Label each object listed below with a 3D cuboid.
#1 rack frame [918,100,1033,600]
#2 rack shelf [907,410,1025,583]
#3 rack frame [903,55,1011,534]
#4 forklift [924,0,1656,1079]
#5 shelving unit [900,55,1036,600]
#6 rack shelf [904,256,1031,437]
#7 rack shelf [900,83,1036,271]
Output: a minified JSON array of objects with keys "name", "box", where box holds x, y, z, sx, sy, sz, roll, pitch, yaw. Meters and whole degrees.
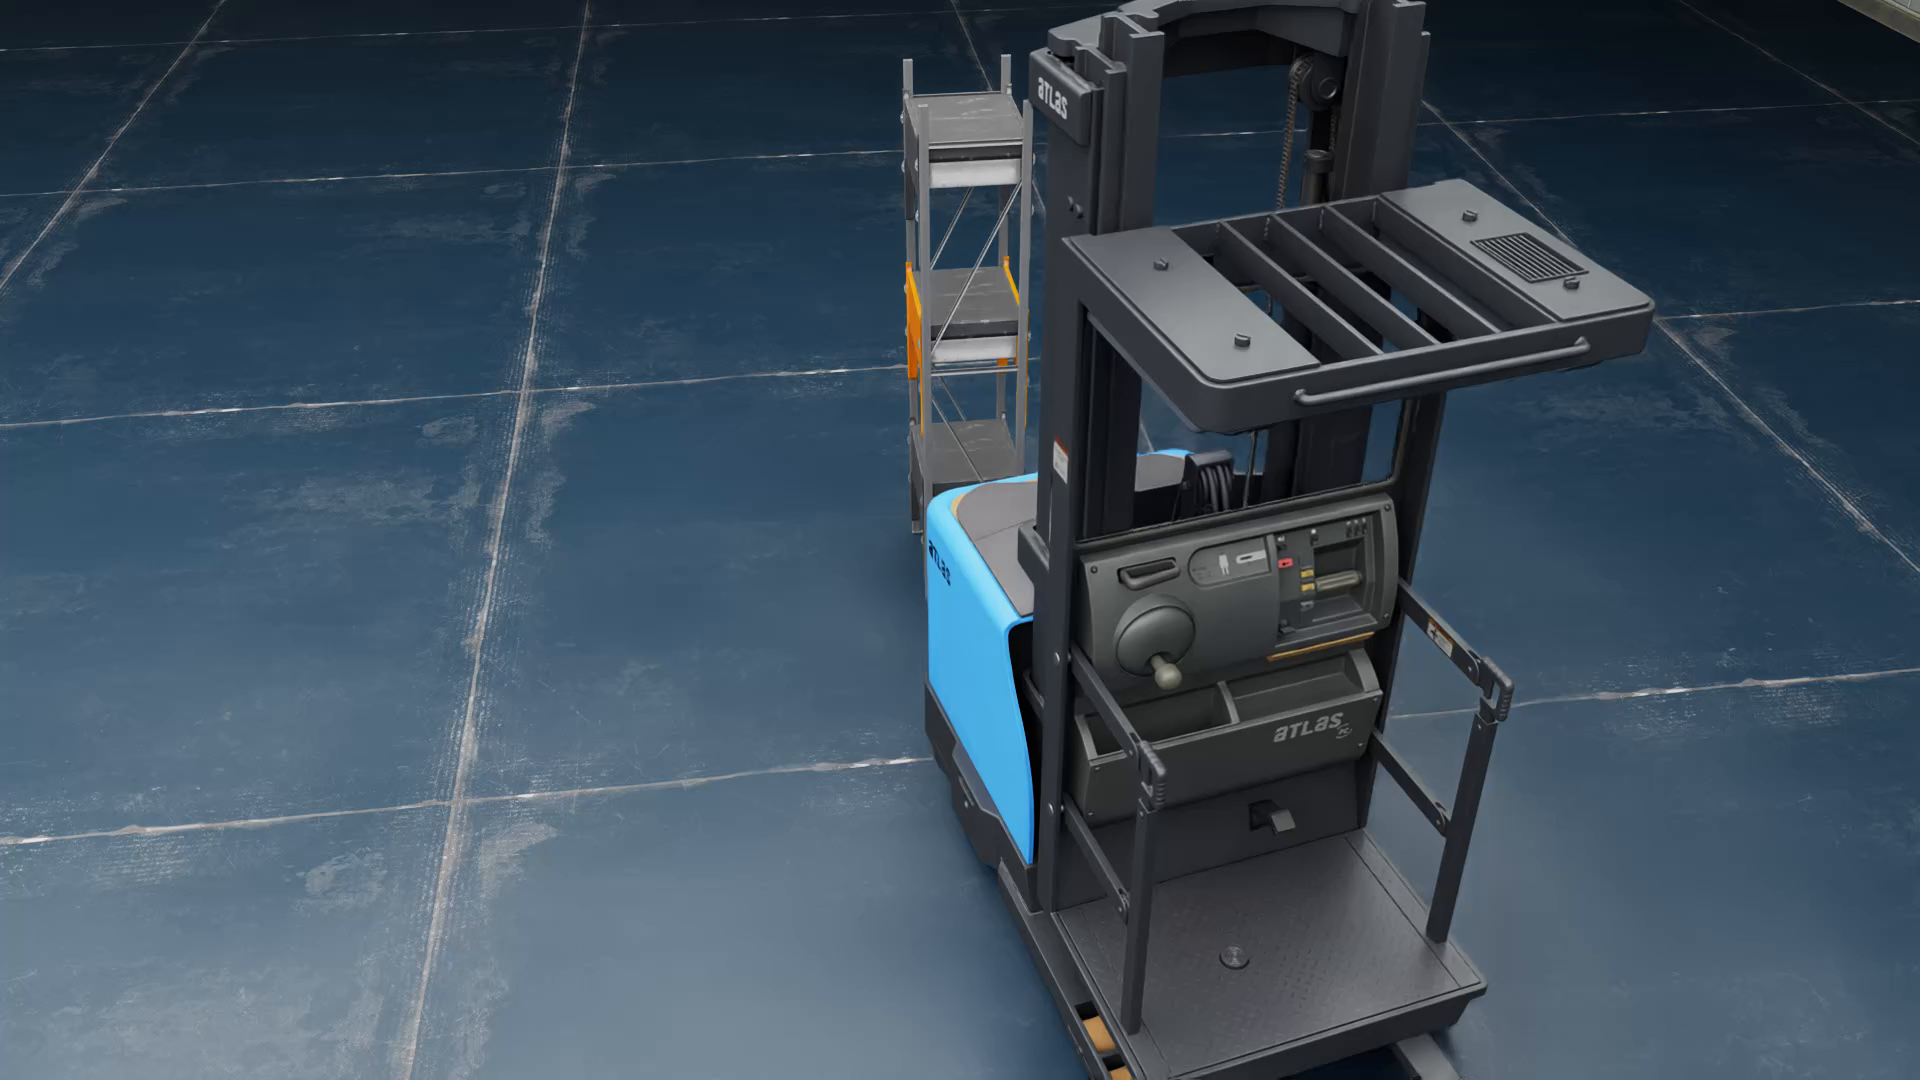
[{"name":"rack frame","box":[0.055,-0.639,6.323,0.400,2.100,0.015,-4,35,-6]},{"name":"rack shelf","box":[0.022,-0.186,6.925,0.431,0.518,0.480,-4,35,-6]},{"name":"rack frame","box":[-0.011,-0.911,6.723,0.400,2.100,0.015,-4,35,-6]},{"name":"forklift","box":[0.847,0.206,4.345,1.130,2.935,3.031,-11,36,-16]},{"name":"shelving unit","box":[0.022,-0.775,6.523,0.431,2.100,0.503,-4,35,-6]},{"name":"rack shelf","box":[0.022,-0.764,6.531,0.431,0.518,0.480,-4,35,-6]},{"name":"rack shelf","box":[0.022,-1.342,6.137,0.431,0.518,0.480,-4,35,-6]}]
